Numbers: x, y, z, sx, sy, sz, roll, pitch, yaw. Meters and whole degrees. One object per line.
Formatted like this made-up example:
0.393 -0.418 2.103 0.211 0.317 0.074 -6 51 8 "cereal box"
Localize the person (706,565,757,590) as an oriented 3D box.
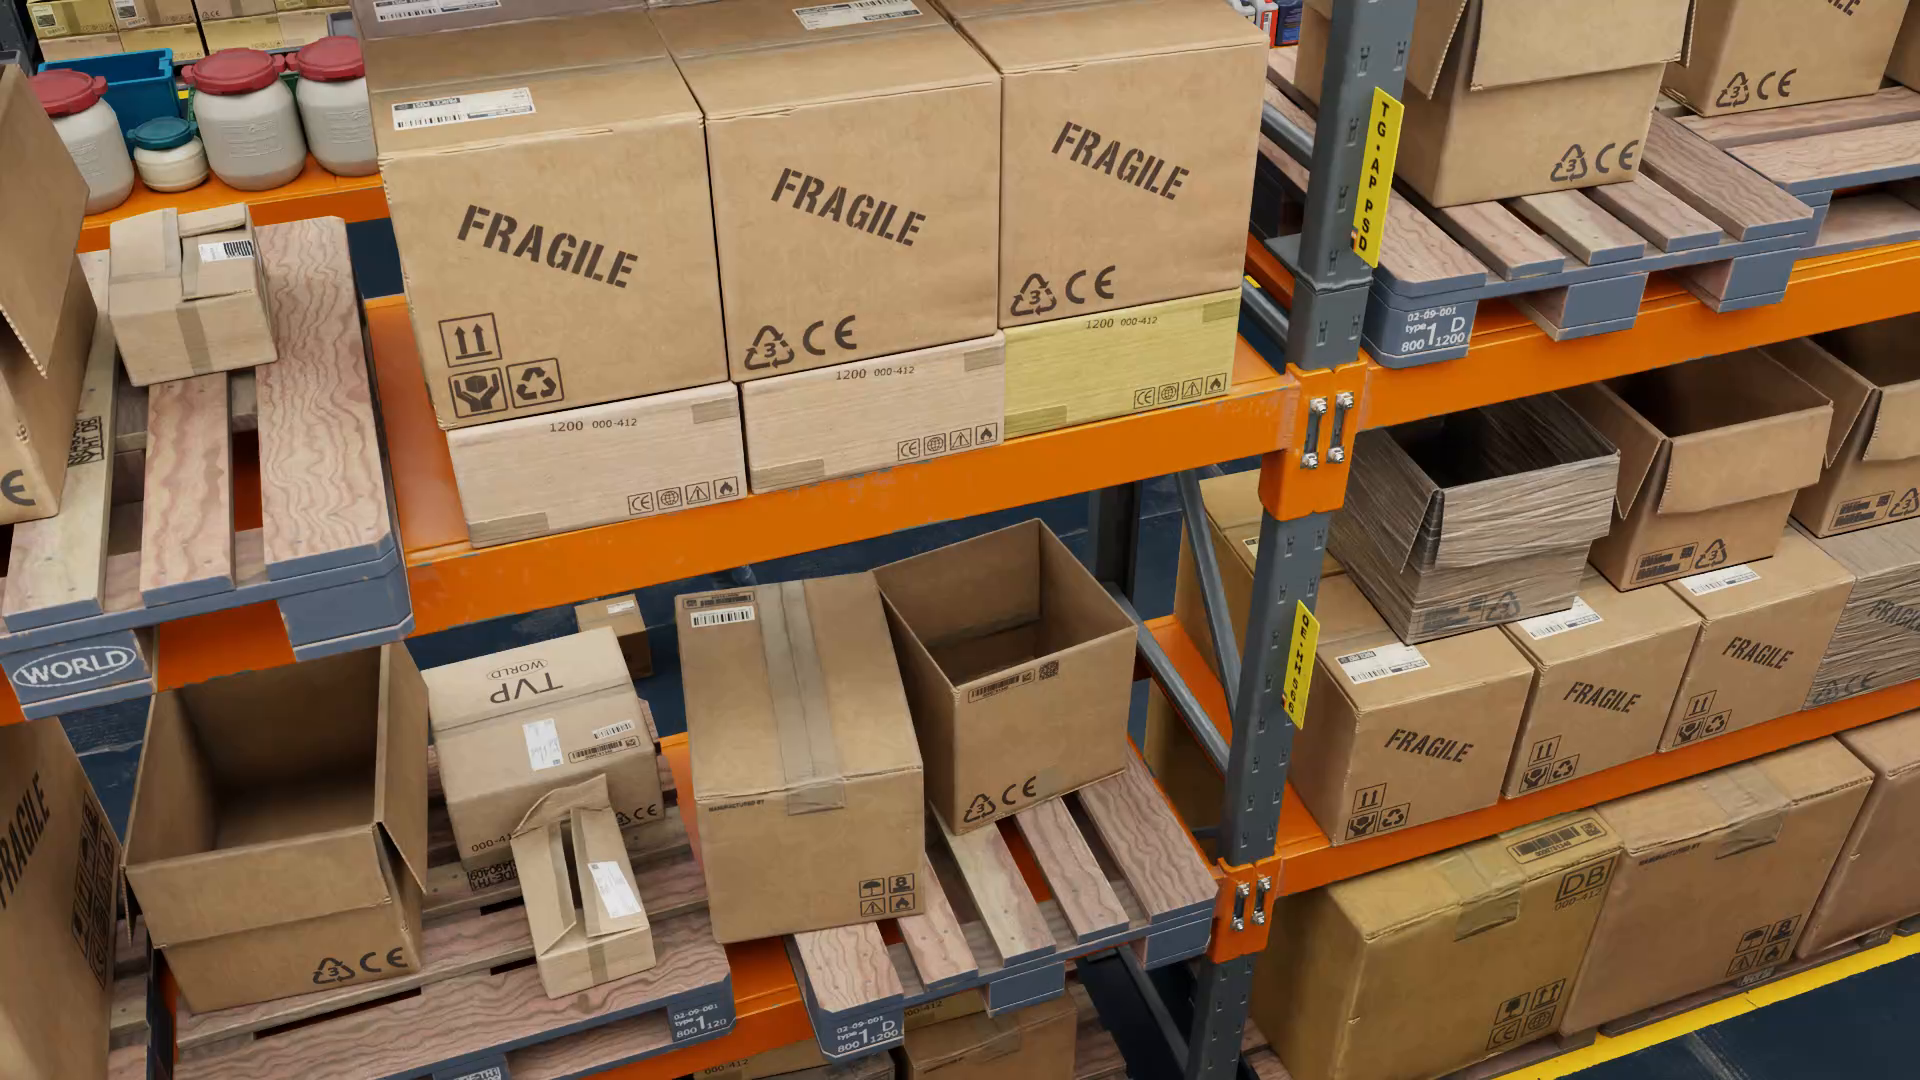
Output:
-0.957 -0.279 6.497 0.365 1.762 0.566 -12 39 -15 "person"
